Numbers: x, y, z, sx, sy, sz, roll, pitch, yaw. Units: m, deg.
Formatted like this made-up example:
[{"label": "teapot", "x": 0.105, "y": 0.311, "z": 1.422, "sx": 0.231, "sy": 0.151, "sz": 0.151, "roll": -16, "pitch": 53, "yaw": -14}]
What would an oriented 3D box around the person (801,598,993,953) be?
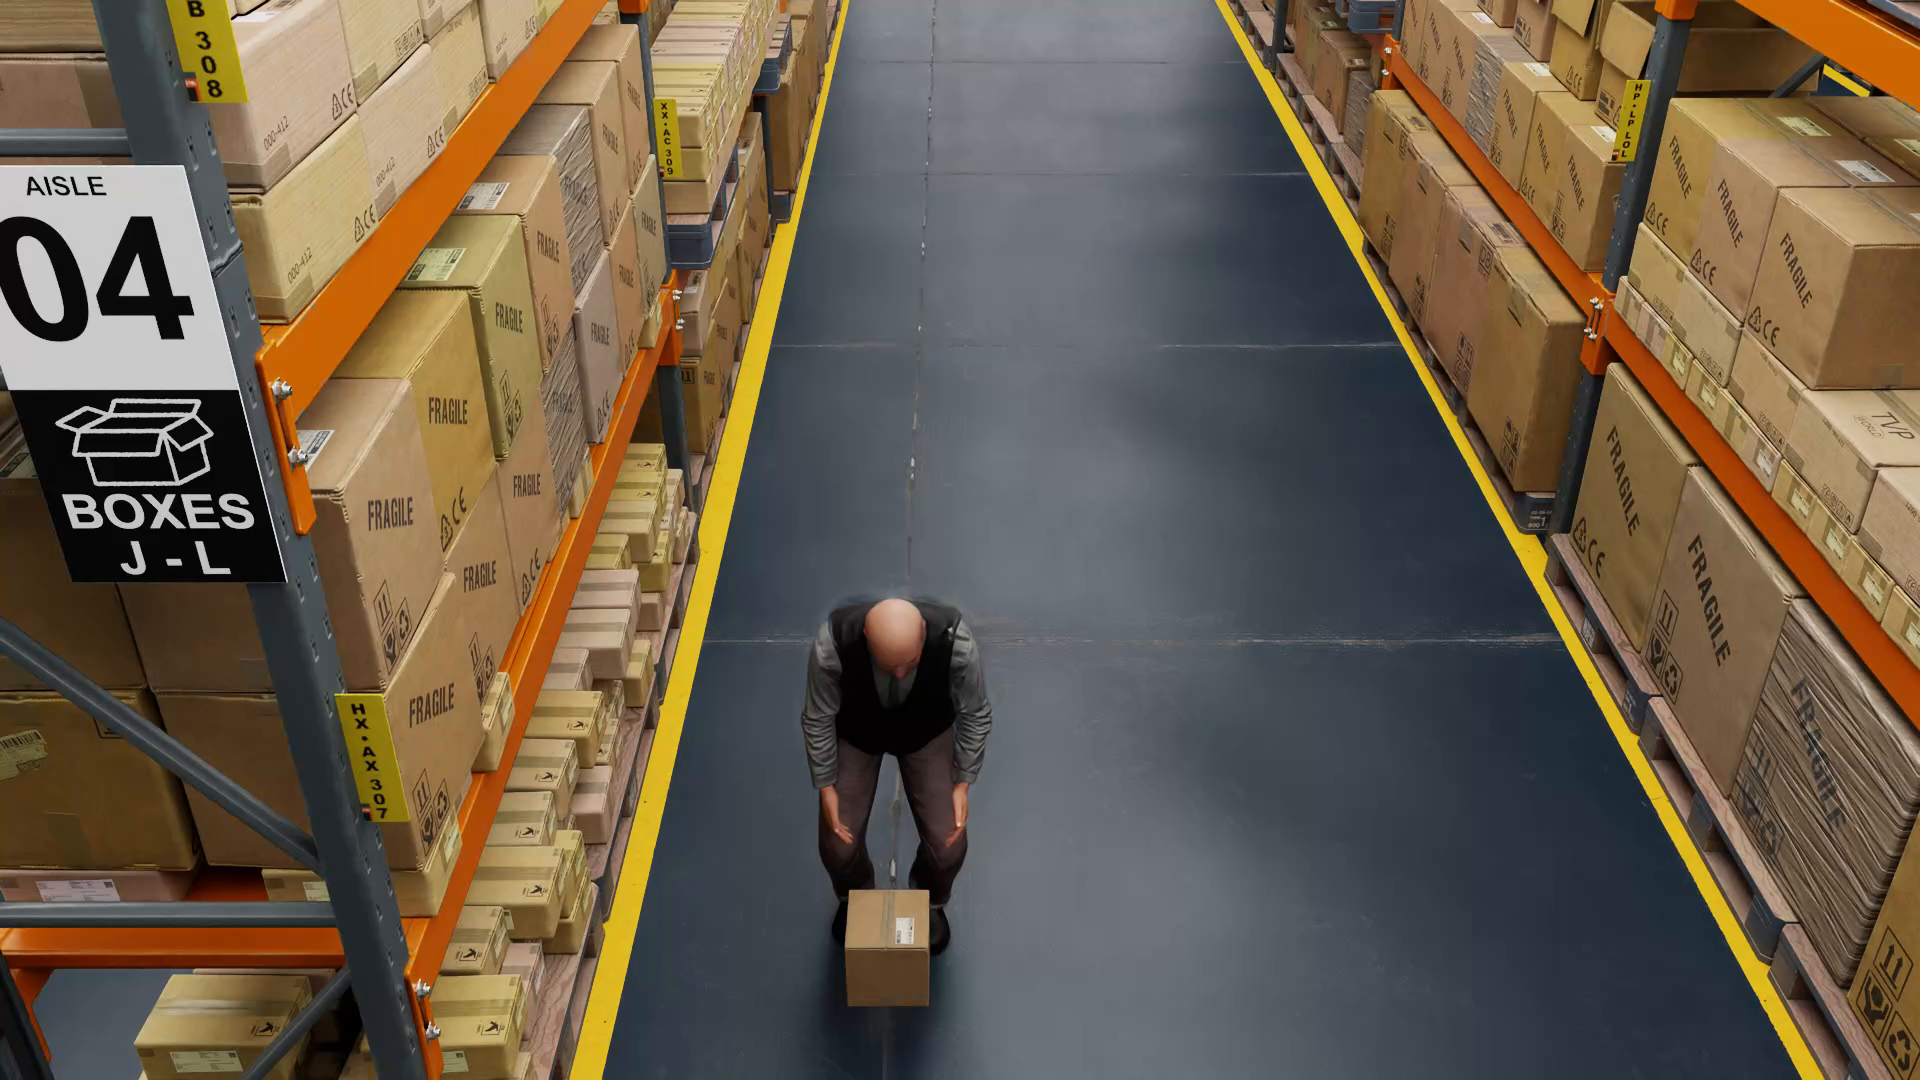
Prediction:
[{"label": "person", "x": -0.194, "y": 0.685, "z": 5.296, "sx": 0.590, "sy": 1.456, "sz": 0.669, "roll": 0, "pitch": 31, "yaw": 0}]
